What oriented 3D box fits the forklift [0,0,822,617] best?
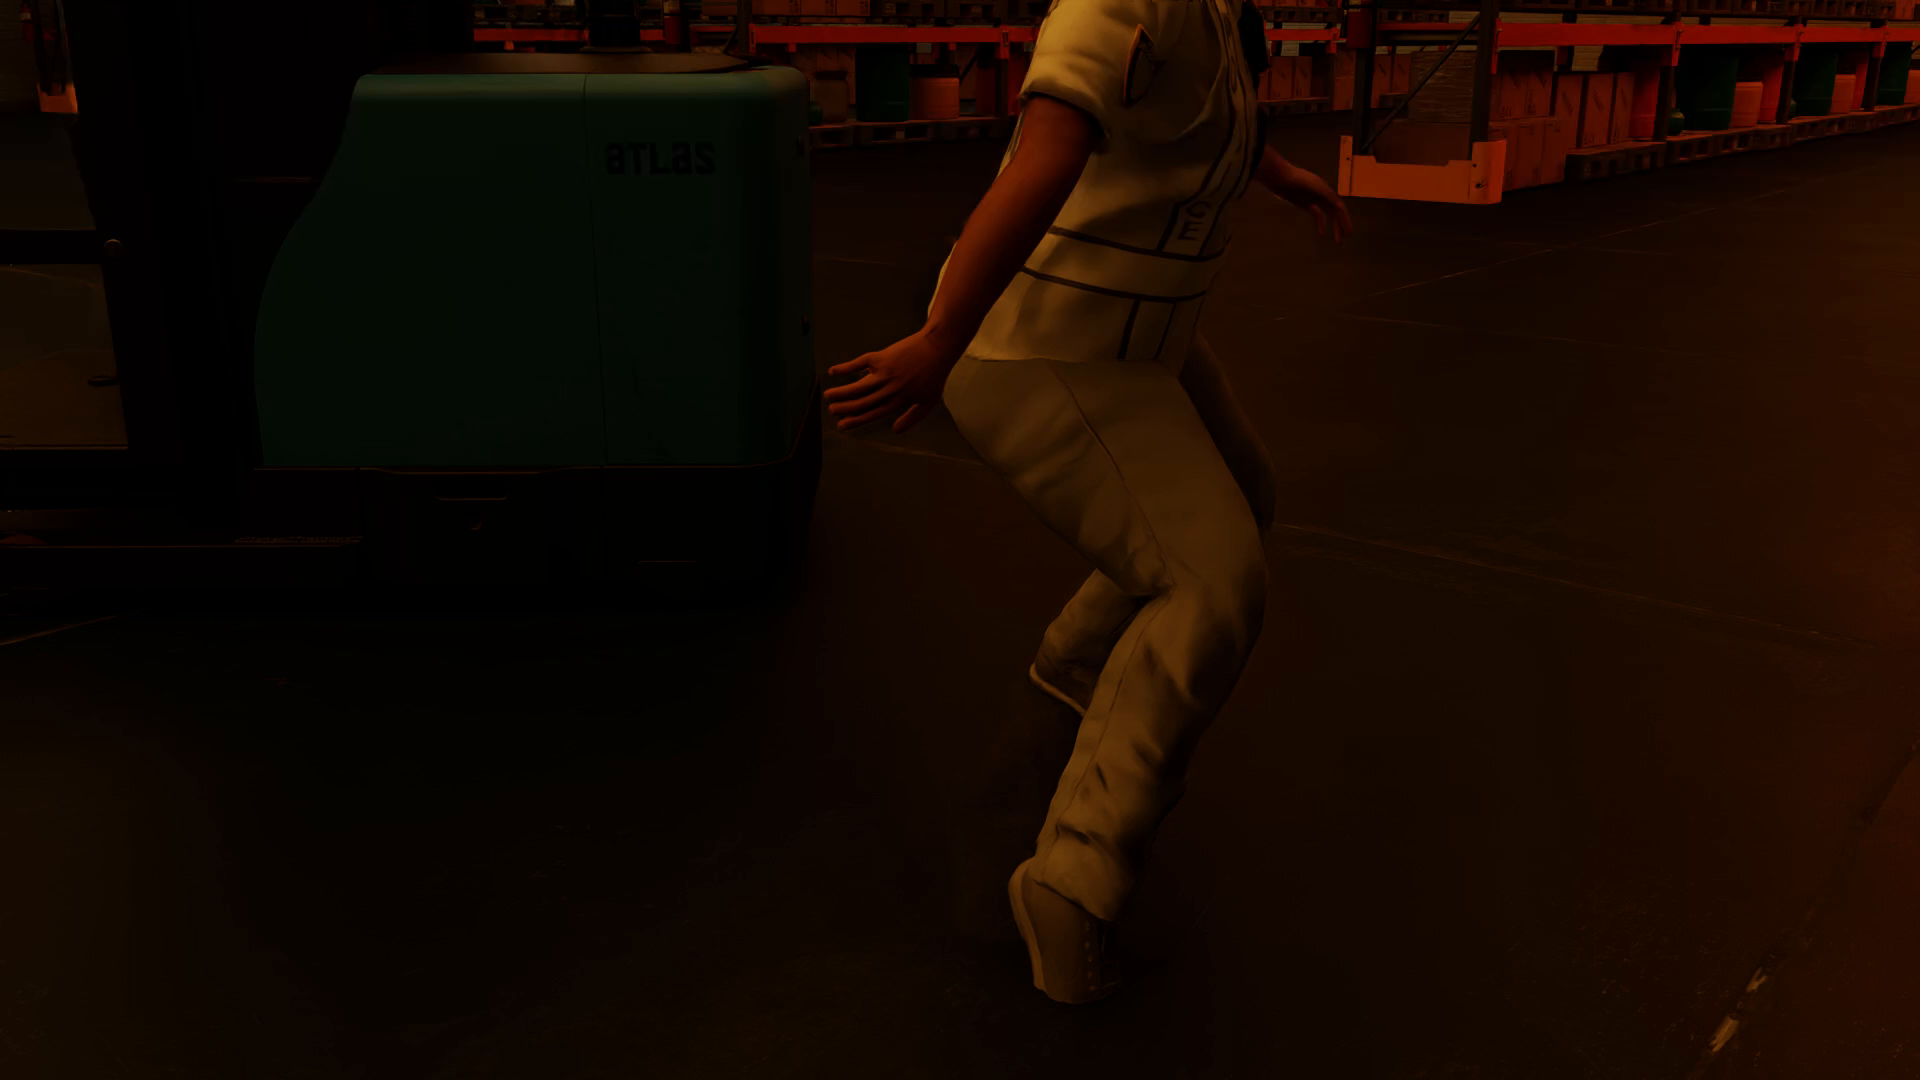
[{"bbox_3d":[-1.867,-1.399,3.504,3.031,2.935,1.130,0,17,-1],"label":"forklift"}]

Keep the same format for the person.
[{"bbox_3d":[0.222,-0.214,2.264,0.547,1.610,0.980,5,18,15],"label":"person"}]
